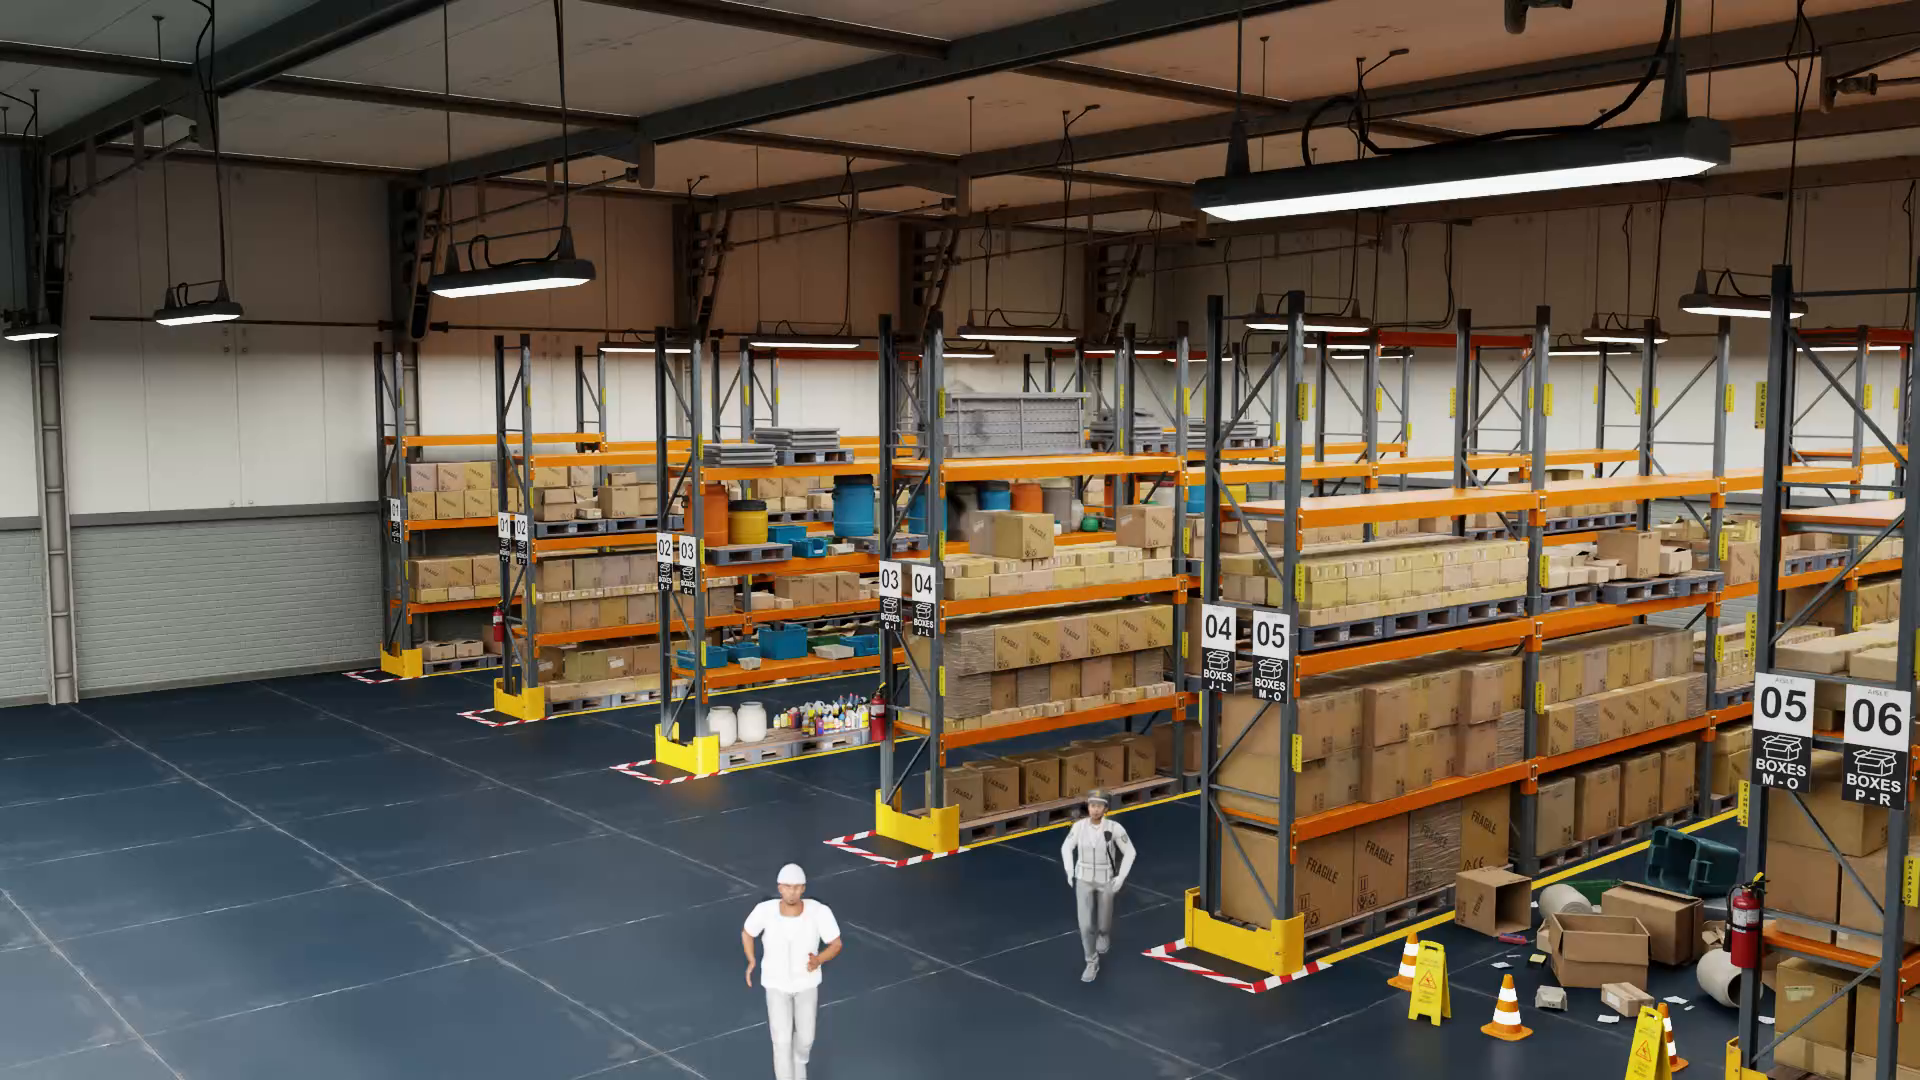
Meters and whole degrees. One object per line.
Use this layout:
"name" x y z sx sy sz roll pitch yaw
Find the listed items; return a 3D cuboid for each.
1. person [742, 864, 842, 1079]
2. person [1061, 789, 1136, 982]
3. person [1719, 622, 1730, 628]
"person" -1.199 3.184 11.923 0.716 1.754 0.871 -1 5 -8
"person" 1.224 3.010 14.752 0.669 1.674 0.629 1 5 10
"person" 11.545 2.072 25.001 0.867 1.675 0.583 -4 7 -37
